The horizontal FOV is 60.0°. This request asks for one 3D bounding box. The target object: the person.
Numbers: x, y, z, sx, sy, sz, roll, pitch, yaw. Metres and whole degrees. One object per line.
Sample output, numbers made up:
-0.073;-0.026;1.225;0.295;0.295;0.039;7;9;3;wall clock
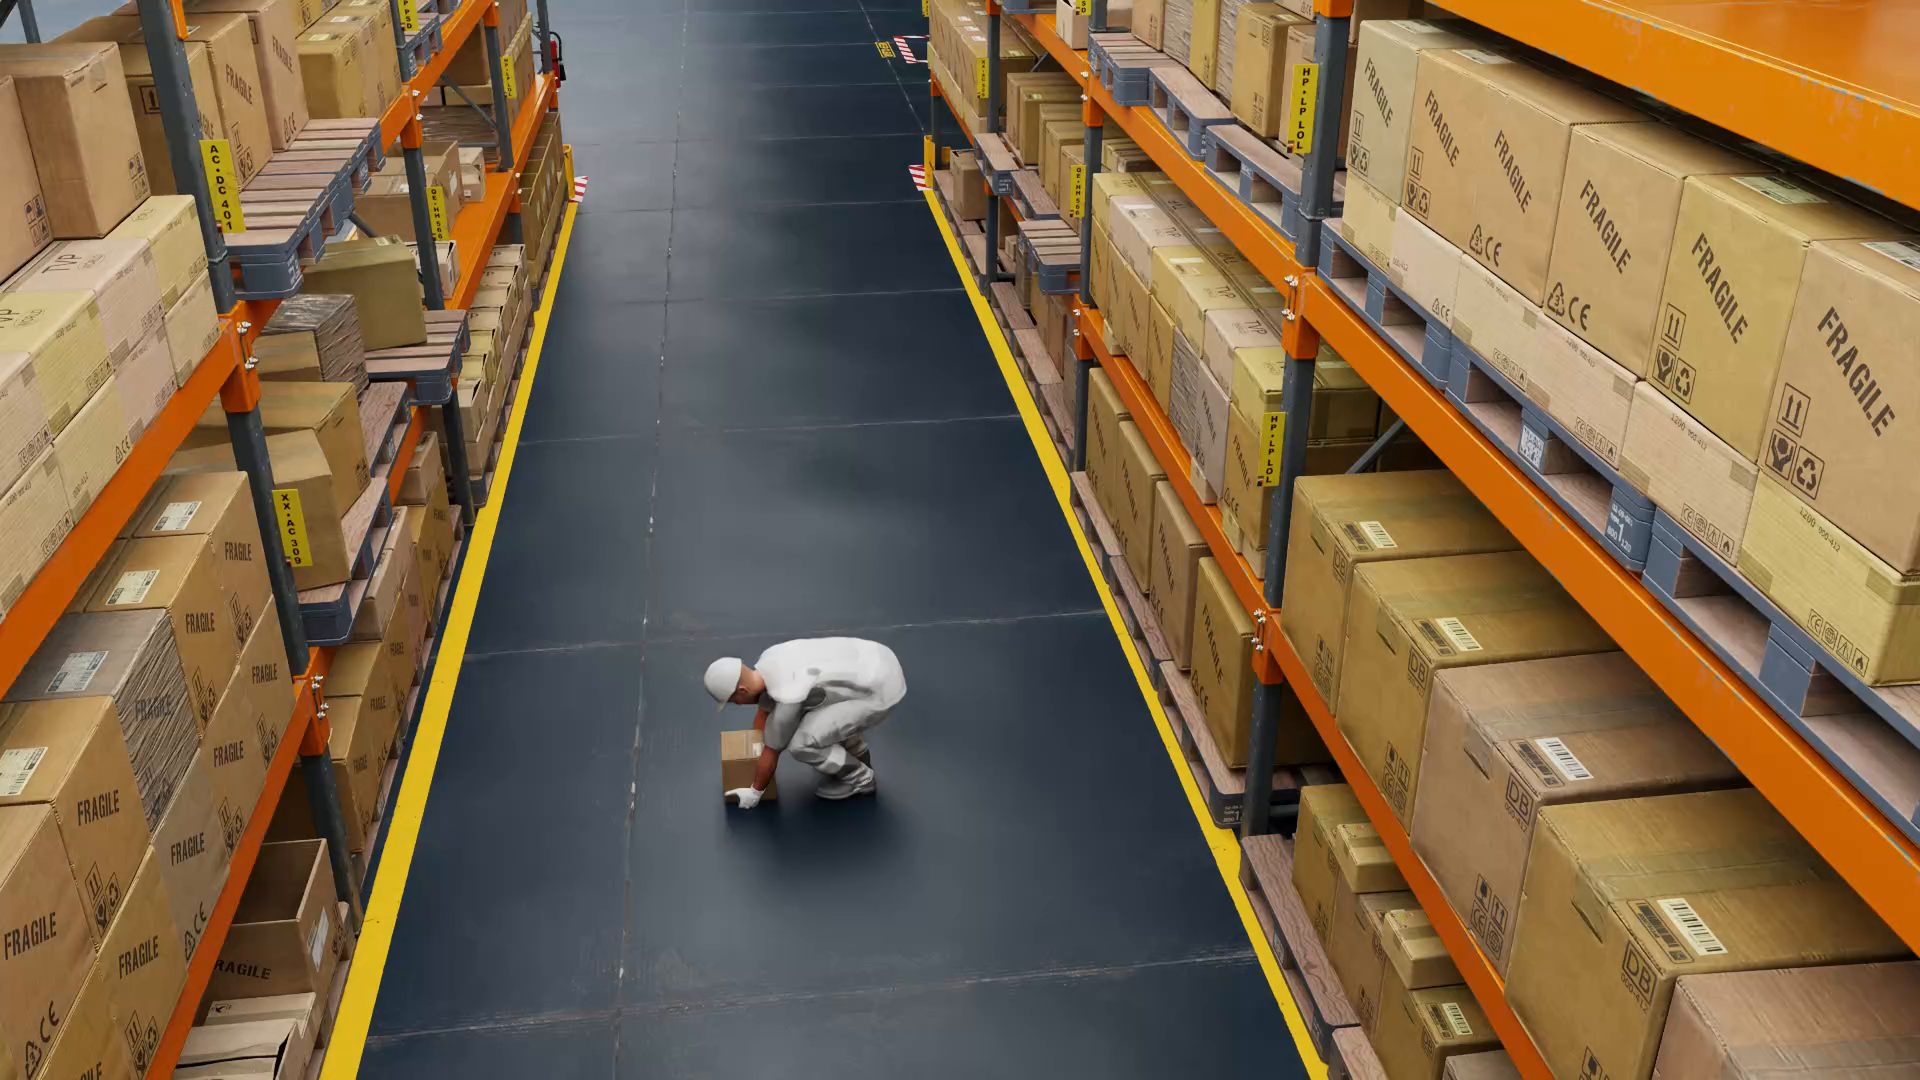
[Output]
-0.737;0.866;8.047;0.958;0.787;0.524;-4;27;-8;person
